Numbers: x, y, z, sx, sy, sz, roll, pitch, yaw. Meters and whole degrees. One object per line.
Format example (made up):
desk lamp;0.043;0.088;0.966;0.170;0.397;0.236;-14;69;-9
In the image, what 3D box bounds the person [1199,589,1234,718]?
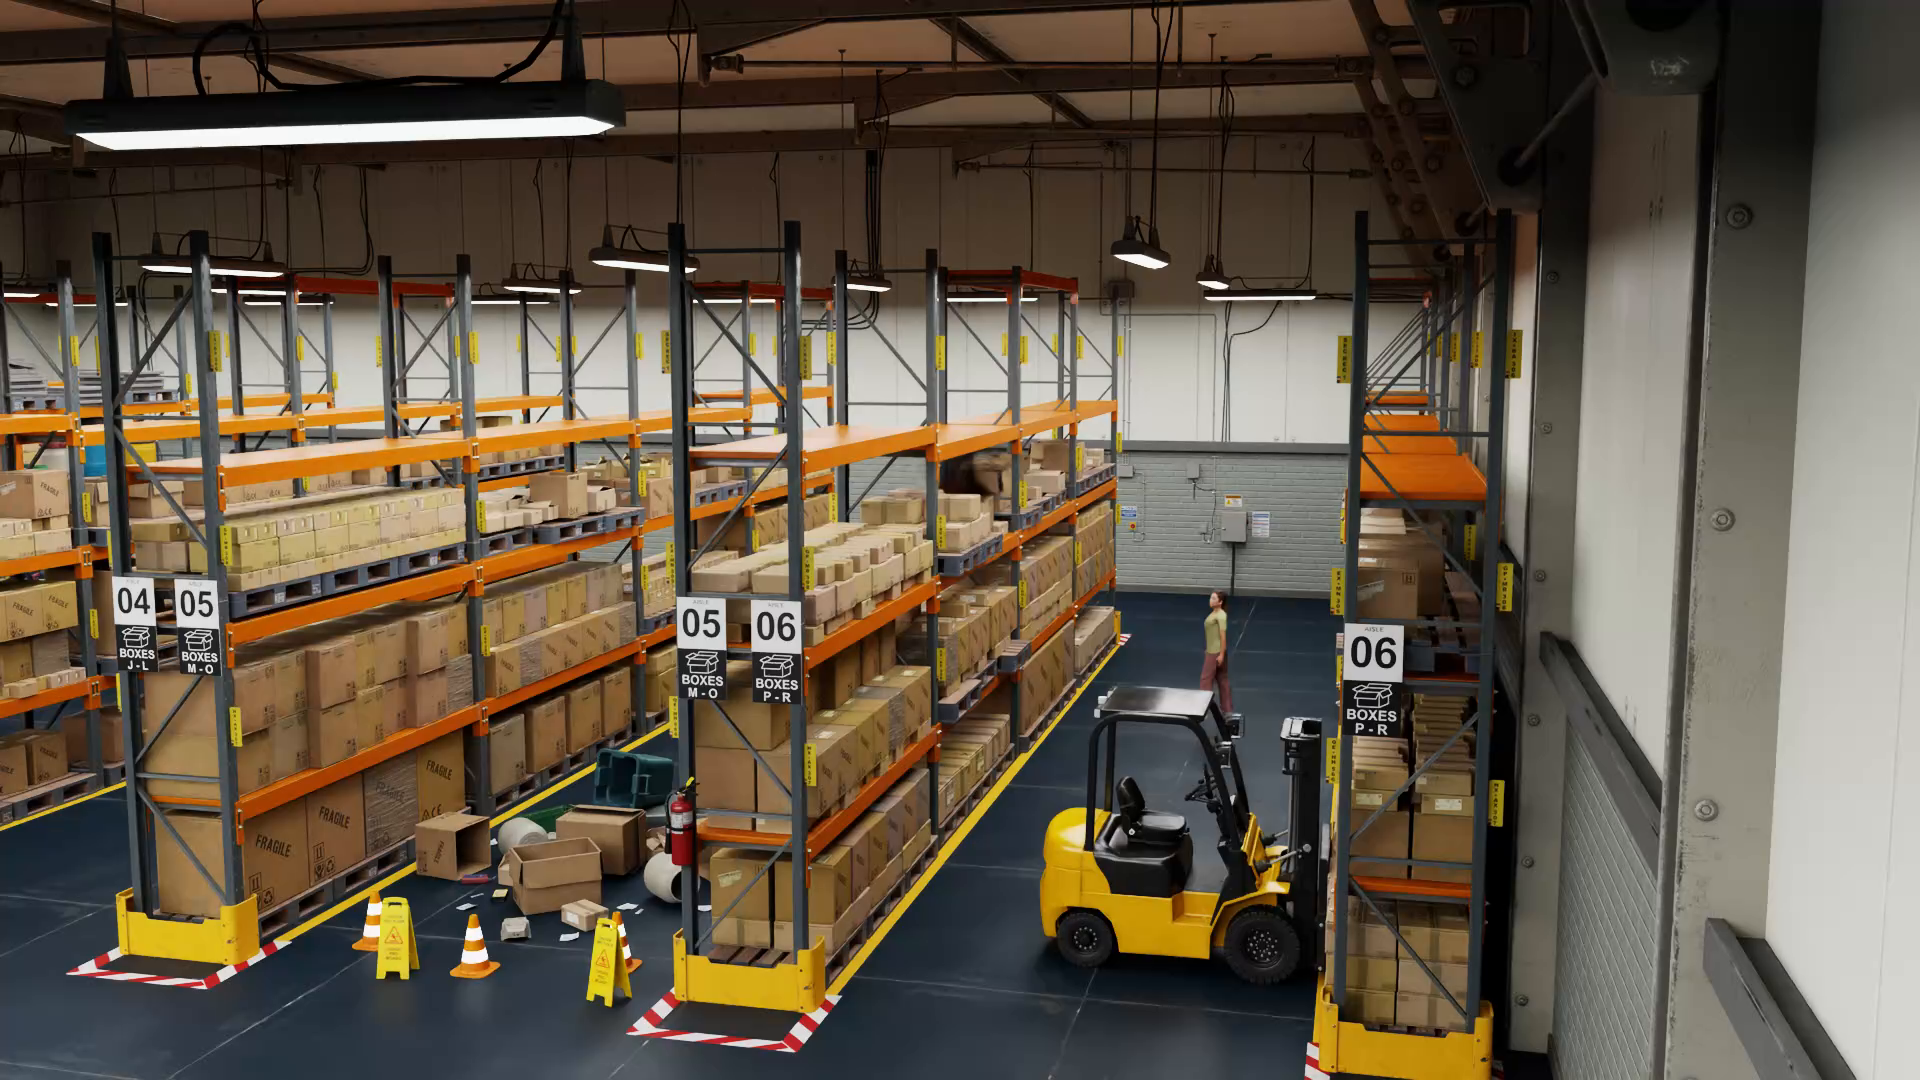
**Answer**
person;3.212;1.452;21.364;0.623;1.661;0.503;2;7;19
